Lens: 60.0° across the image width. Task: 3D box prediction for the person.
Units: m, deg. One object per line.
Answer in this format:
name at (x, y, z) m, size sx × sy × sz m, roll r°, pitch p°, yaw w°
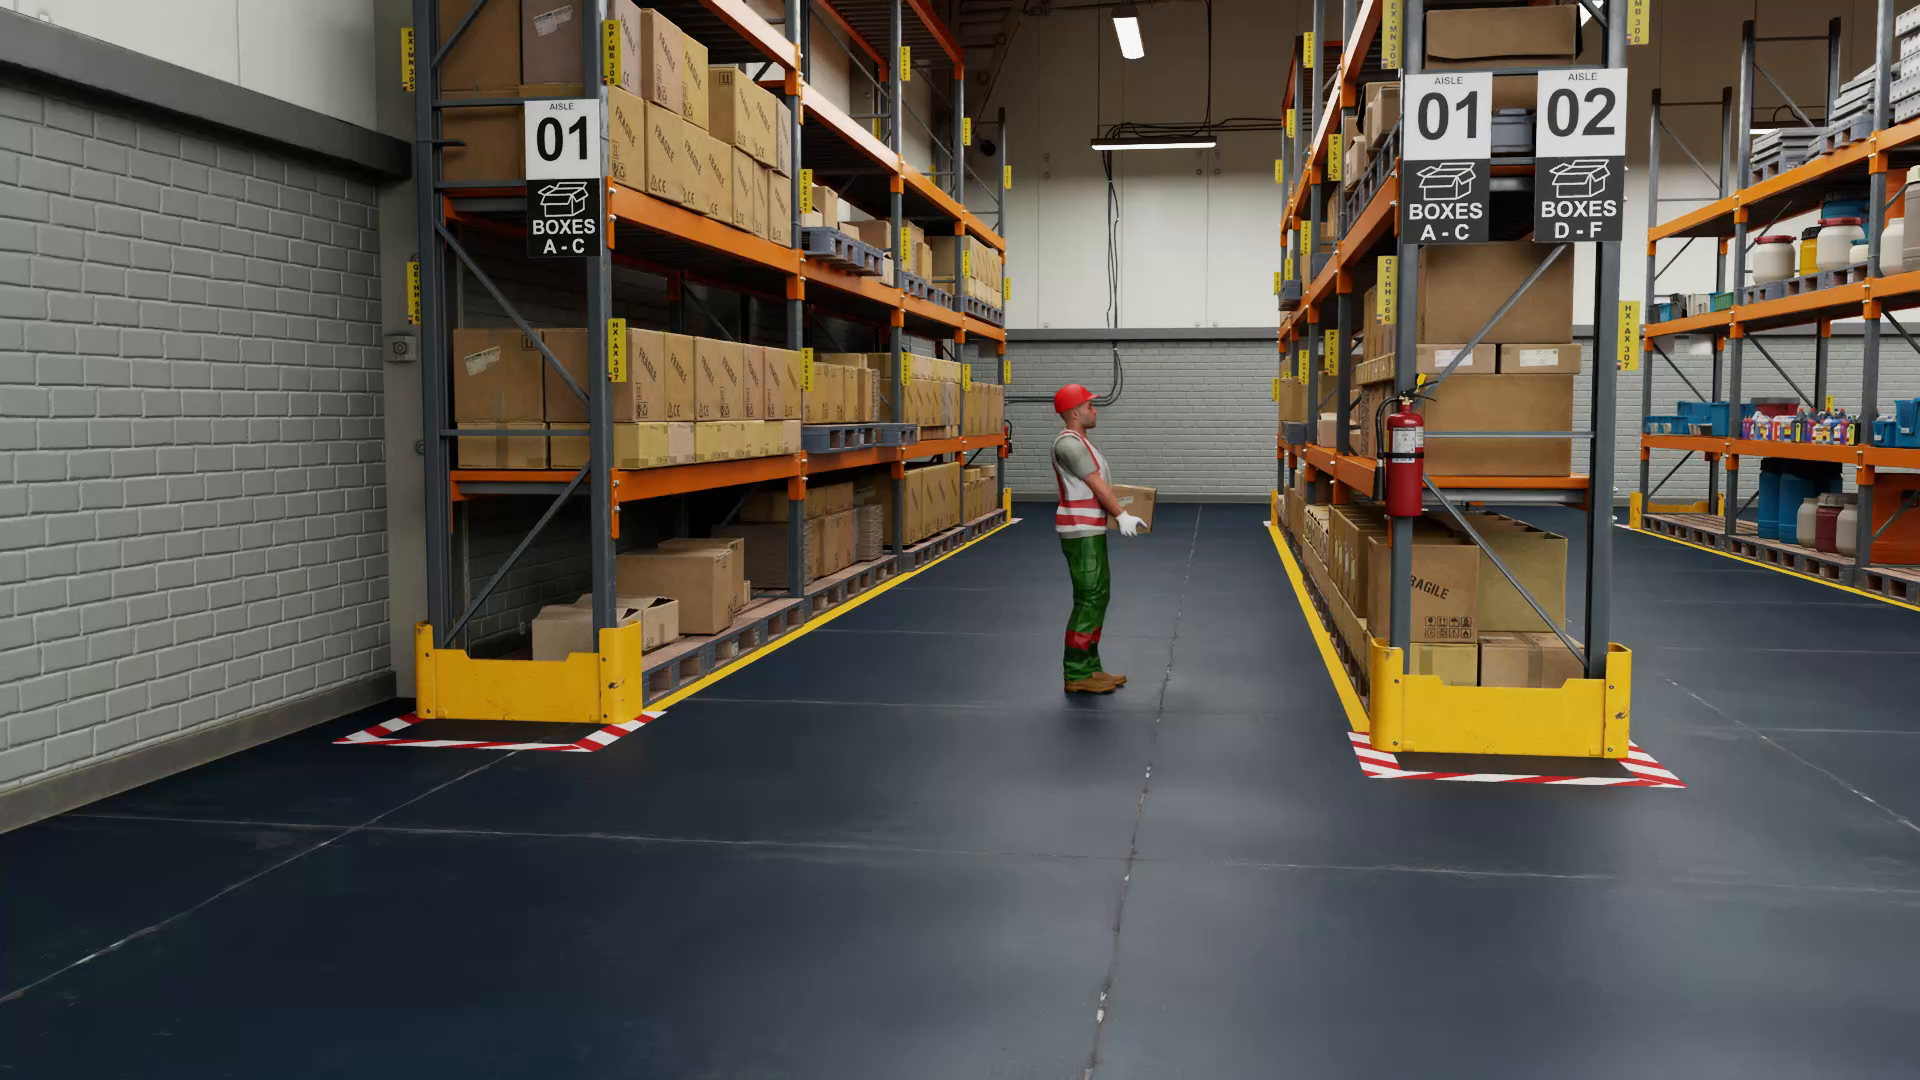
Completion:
person at (0.822, -0.018, 9.700) m, size 0.560 × 1.782 × 0.493 m, roll 1°, pitch 4°, yaw 9°
